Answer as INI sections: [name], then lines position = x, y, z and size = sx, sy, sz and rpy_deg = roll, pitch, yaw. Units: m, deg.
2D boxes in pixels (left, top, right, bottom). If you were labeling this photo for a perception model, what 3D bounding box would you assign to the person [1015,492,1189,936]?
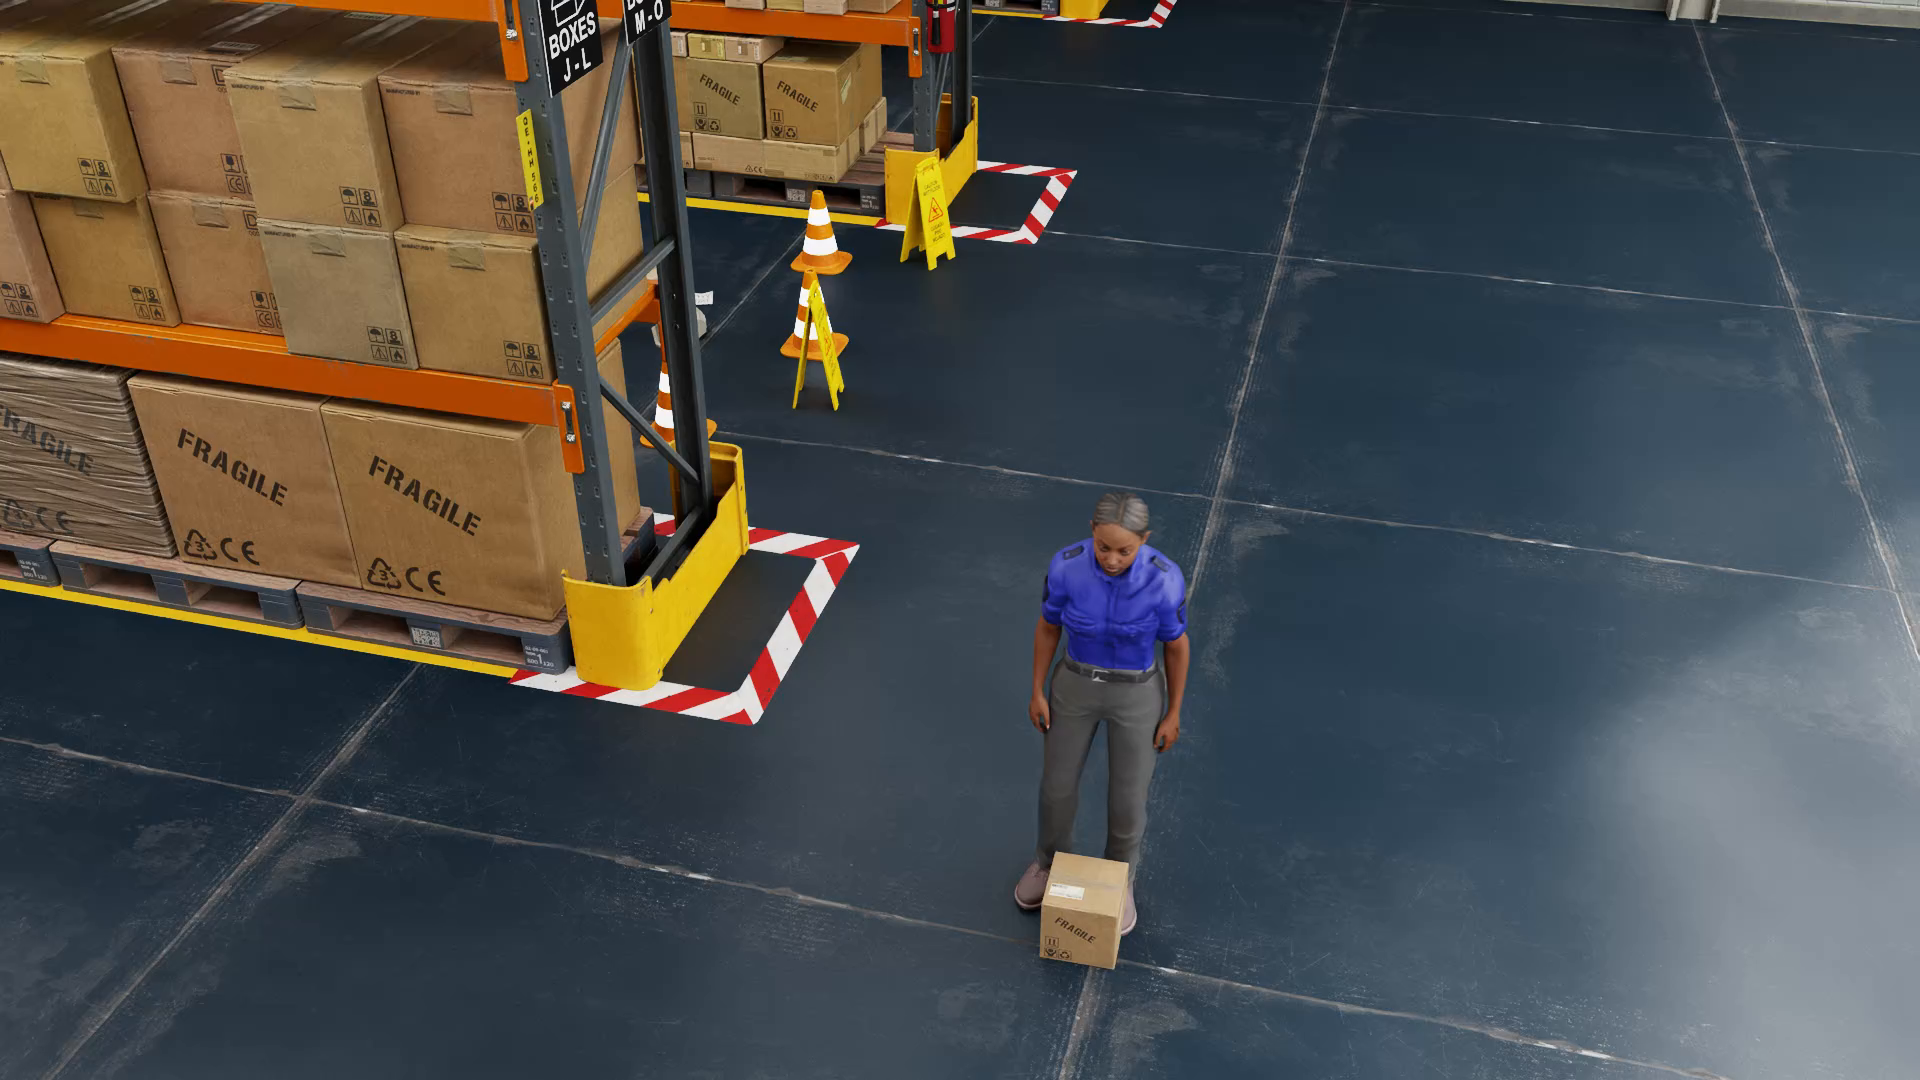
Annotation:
[person]
position = 0.457, 0.532, 5.326
size = 0.512, 1.654, 0.392
rpy_deg = 8, 34, 12
